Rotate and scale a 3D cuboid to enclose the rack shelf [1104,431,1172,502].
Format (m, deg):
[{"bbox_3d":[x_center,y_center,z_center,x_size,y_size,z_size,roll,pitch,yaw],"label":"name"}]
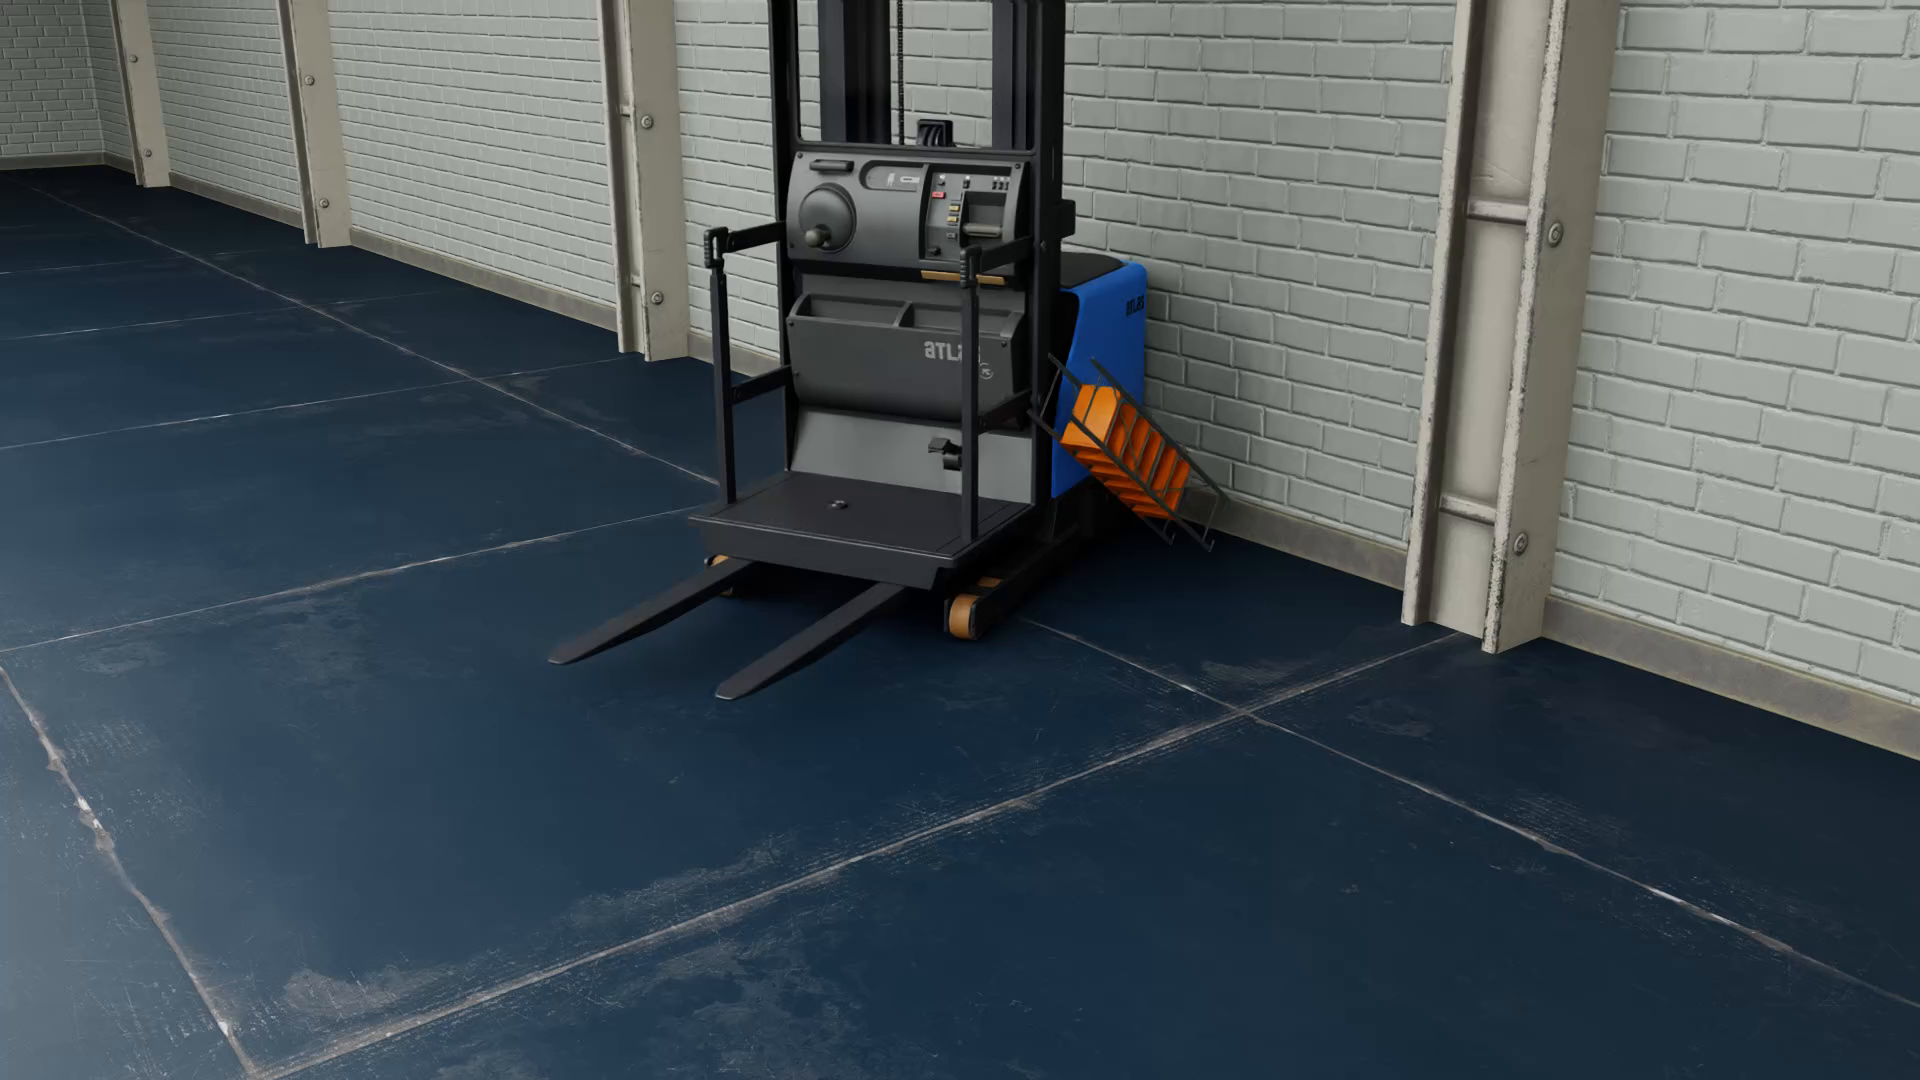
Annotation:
[{"bbox_3d":[0.681,-0.289,6.289,0.180,0.258,0.103,11,-16,37],"label":"rack shelf"}]

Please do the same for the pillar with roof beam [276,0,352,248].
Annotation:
[{"bbox_3d":[-9.001,-6.077,10.899,9.100,9.000,0.400,-14,23,-36],"label":"pillar with roof beam"}]

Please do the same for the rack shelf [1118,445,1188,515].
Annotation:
[{"bbox_3d":[0.743,-0.242,6.380,0.180,0.258,0.103,11,-16,37],"label":"rack shelf"}]

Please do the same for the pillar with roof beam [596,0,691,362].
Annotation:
[{"bbox_3d":[-5.275,-4.598,6.434,9.100,9.000,0.400,-14,23,-36],"label":"pillar with roof beam"}]

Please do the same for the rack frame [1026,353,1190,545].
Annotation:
[{"bbox_3d":[0.586,-0.320,6.310,0.006,0.240,1.200,11,-16,37],"label":"rack frame"}]

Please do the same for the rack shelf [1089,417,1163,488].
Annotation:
[{"bbox_3d":[0.619,-0.336,6.197,0.180,0.258,0.103,11,-16,37],"label":"rack shelf"}]

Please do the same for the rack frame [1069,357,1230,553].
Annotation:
[{"bbox_3d":[0.729,-0.292,6.199,0.006,0.240,1.200,11,-16,37],"label":"rack frame"}]

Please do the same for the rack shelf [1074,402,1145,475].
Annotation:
[{"bbox_3d":[0.557,-0.382,6.106,0.180,0.258,0.103,11,-16,37],"label":"rack shelf"}]

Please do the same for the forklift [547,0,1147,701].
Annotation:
[{"bbox_3d":[-0.296,-1.196,5.812,1.130,2.935,3.031,9,20,24],"label":"forklift"}]

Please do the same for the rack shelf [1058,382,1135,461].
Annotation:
[{"bbox_3d":[0.495,-0.429,6.014,0.180,0.258,0.103,11,-16,37],"label":"rack shelf"}]

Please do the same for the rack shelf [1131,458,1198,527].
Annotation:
[{"bbox_3d":[0.805,-0.196,6.472,0.180,0.258,0.103,11,-16,37],"label":"rack shelf"}]

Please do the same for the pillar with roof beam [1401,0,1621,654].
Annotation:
[{"bbox_3d":[-1.550,-3.120,1.969,9.100,9.000,0.400,-14,23,-36],"label":"pillar with roof beam"}]

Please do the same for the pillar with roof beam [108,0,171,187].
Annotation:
[{"bbox_3d":[-12.726,-7.555,15.364,9.100,9.000,0.400,-14,23,-36],"label":"pillar with roof beam"}]

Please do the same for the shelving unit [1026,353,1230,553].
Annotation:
[{"bbox_3d":[0.658,-0.306,6.255,0.189,0.258,1.200,11,-16,37],"label":"shelving unit"}]
